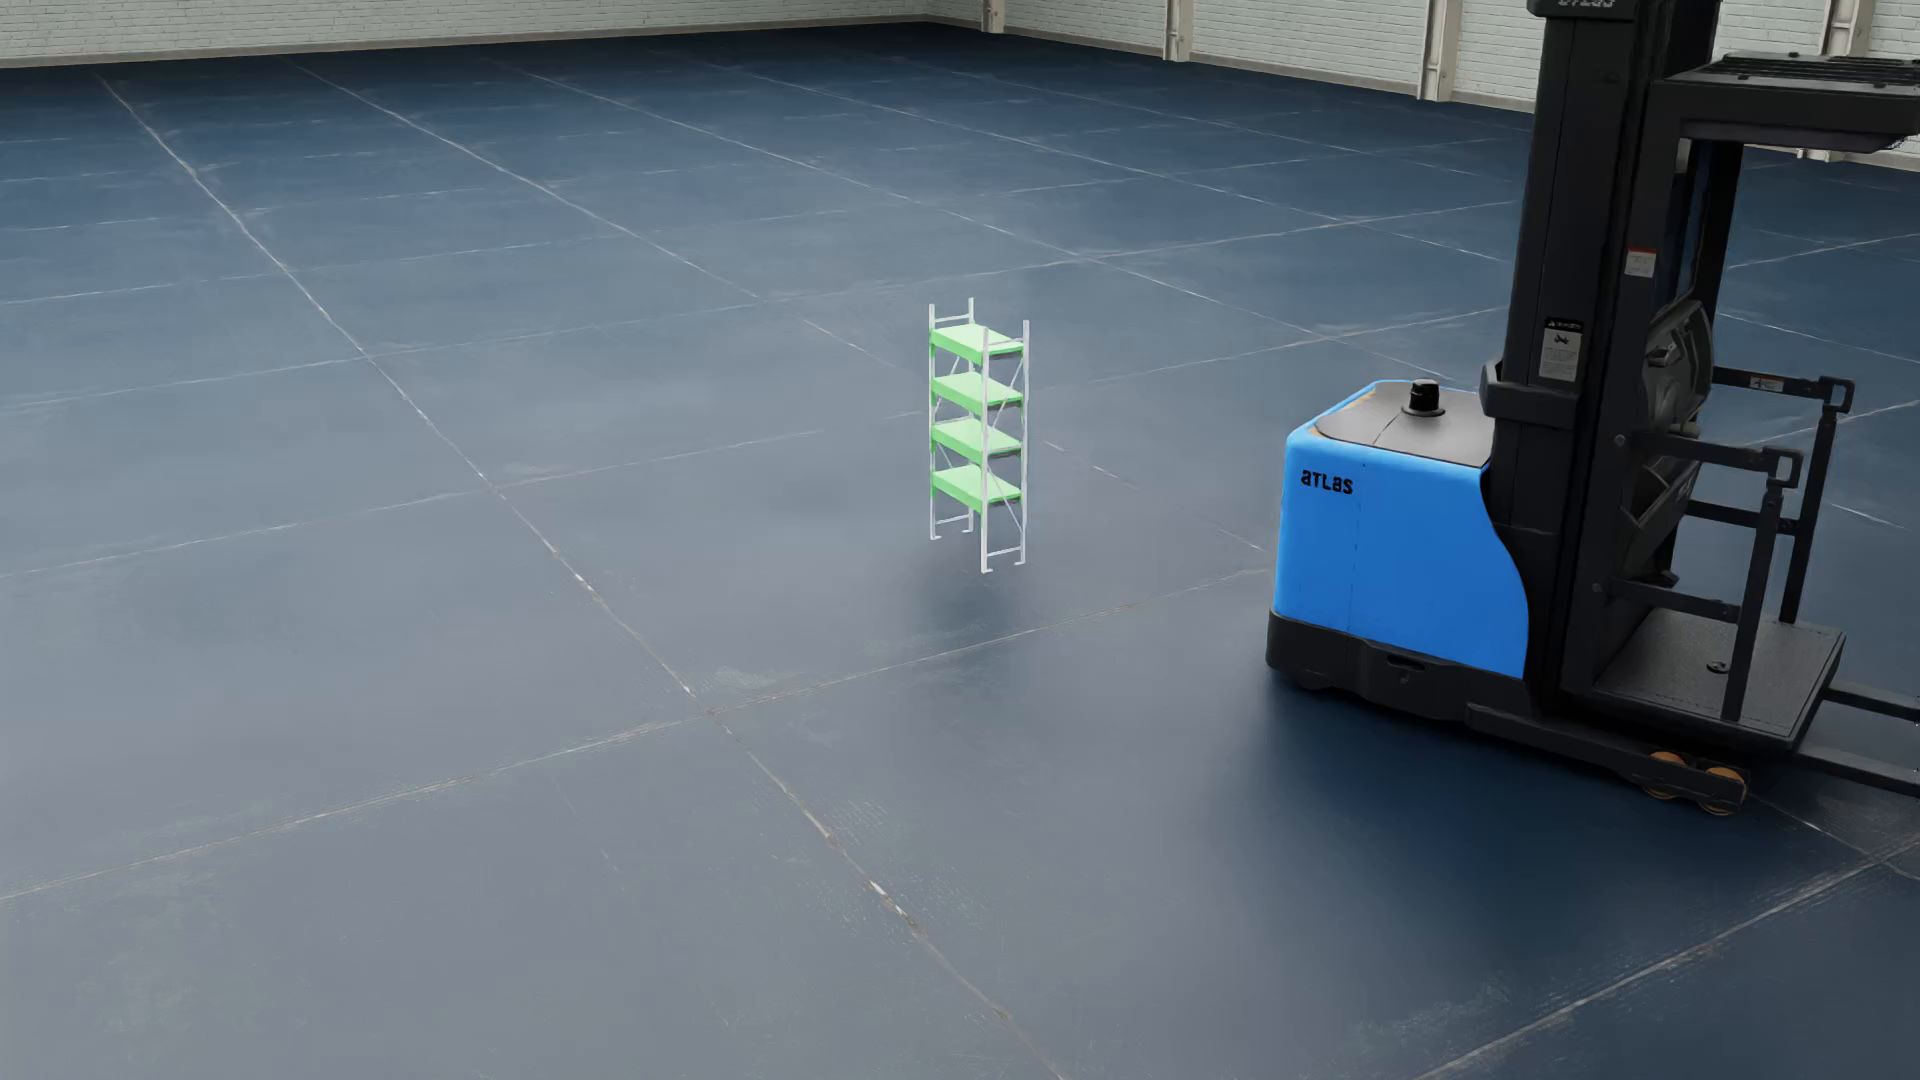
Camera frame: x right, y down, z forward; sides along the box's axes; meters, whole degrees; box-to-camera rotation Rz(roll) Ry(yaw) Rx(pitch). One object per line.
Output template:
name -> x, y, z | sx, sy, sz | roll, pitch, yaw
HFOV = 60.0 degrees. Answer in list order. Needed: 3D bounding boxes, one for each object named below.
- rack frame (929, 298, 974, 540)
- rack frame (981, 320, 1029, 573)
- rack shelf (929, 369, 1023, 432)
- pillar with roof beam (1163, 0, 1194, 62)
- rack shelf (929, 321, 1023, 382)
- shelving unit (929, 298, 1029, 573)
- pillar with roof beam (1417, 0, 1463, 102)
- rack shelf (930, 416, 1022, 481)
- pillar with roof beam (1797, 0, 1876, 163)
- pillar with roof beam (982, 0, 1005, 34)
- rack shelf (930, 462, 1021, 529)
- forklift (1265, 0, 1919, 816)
rack frame -> -0.040, -0.581, 8.148 | 0.240, 1.200, 0.015 | -13, 25, -28
rack frame -> 0.209, -0.423, 7.759 | 0.240, 1.200, 0.015 | -13, 25, -28
rack shelf -> 0.085, -0.665, 7.887 | 0.258, 0.148, 0.480 | -13, 25, -28
pillar with roof beam -> 0.030, -11.589, 24.872 | 9.100, 9.000, 0.400 | -13, 25, -28
rack shelf -> 0.085, -0.888, 7.797 | 0.258, 0.148, 0.480 | -13, 25, -28
shelving unit -> 0.085, -0.502, 7.954 | 0.258, 1.200, 0.503 | -13, 25, -28
pillar with roof beam -> 3.095, -9.646, 20.093 | 9.100, 9.000, 0.400 | -13, 25, -28
rack shelf -> 0.085, -0.443, 7.978 | 0.258, 0.148, 0.480 | -13, 25, -28
pillar with roof beam -> 6.159, -7.704, 15.315 | 9.100, 9.000, 0.400 | -13, 25, -28
pillar with roof beam -> -3.035, -13.531, 29.650 | 9.100, 9.000, 0.400 | -13, 25, -28
rack shelf -> 0.085, -0.221, 8.068 | 0.258, 0.148, 0.480 | -13, 25, -28
forklift -> 2.762, -0.607, 5.914 | 3.031, 2.935, 1.130 | 15, 26, 32
